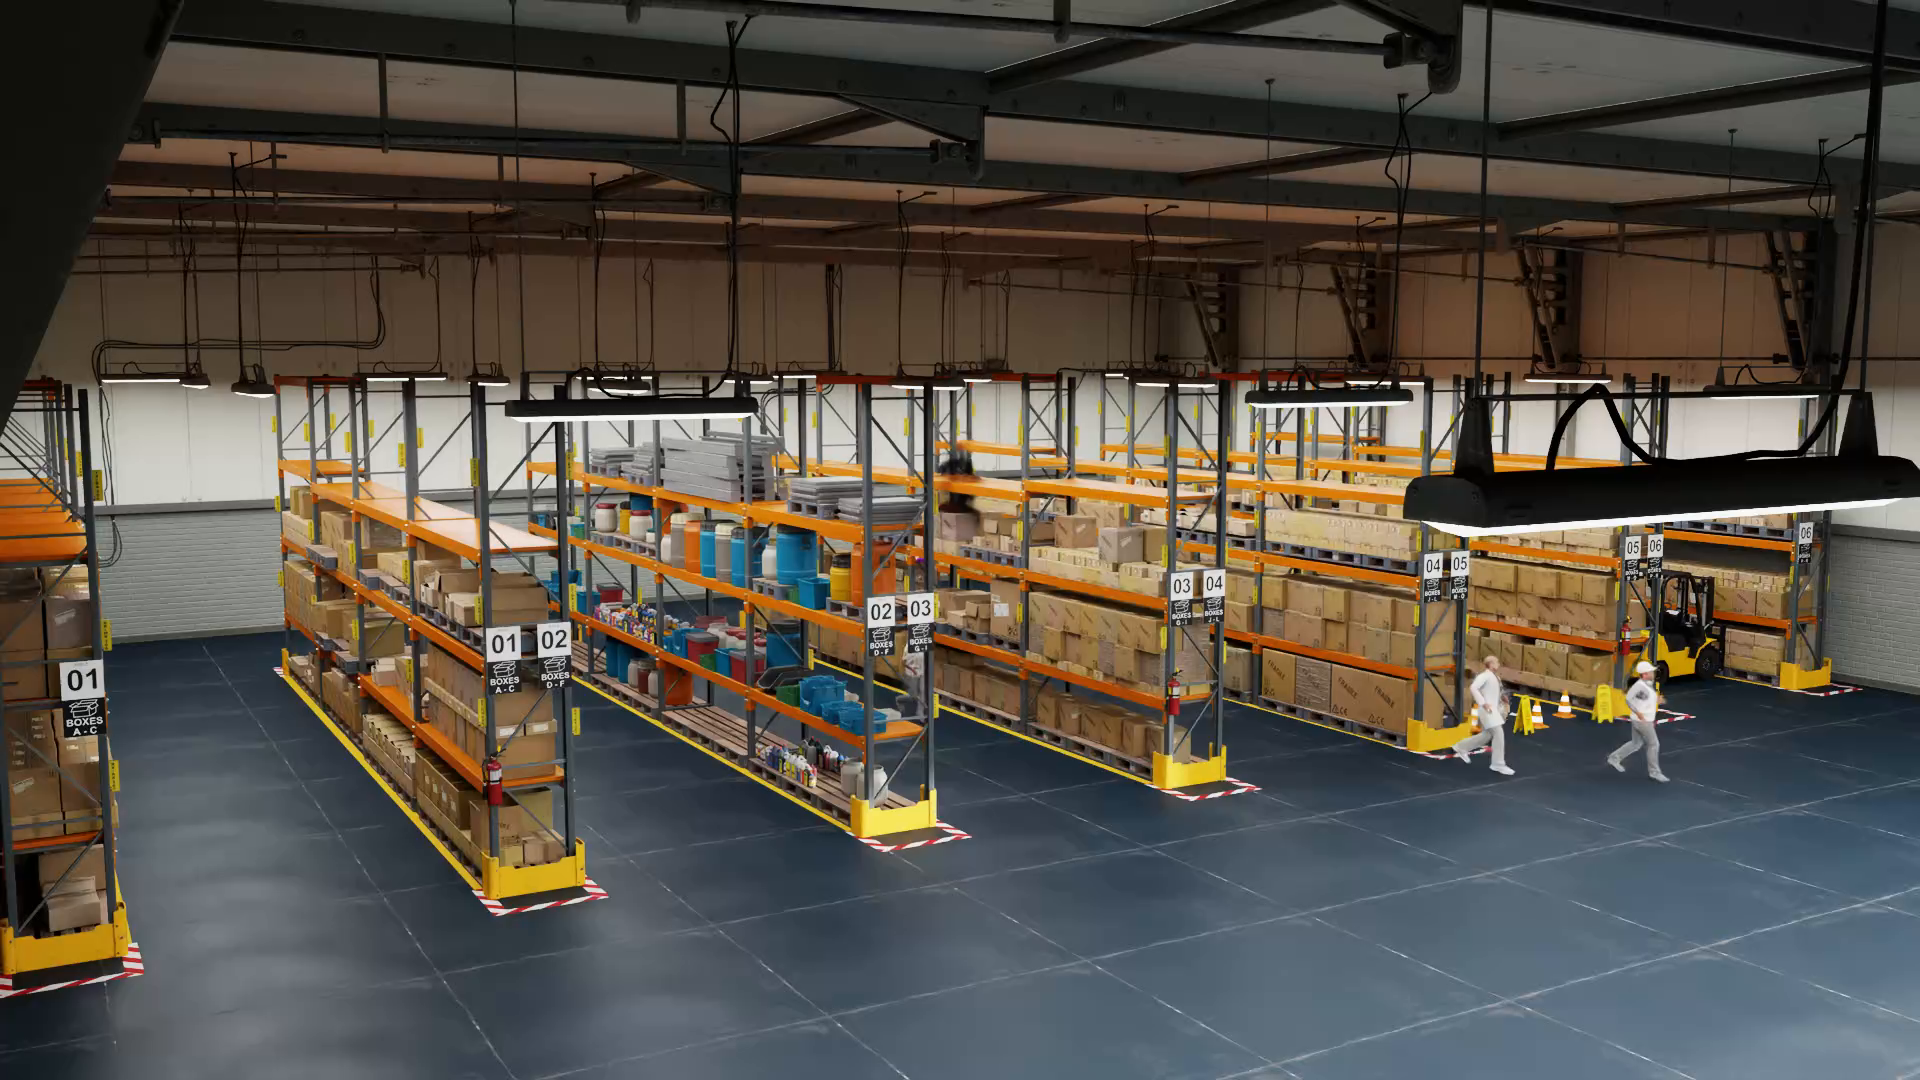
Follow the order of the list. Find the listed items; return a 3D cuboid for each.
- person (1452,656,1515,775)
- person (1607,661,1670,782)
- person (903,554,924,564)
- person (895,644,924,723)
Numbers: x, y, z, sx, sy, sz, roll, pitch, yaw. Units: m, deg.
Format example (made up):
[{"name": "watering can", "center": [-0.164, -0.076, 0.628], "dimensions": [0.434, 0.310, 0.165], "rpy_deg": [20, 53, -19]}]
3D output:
[{"name": "person", "center": [8.125, 2.667, 25.674], "dimensions": [0.981, 1.767, 0.746], "rpy_deg": [3, 7, 28]}, {"name": "person", "center": [10.249, 2.710, 25.050], "dimensions": [0.894, 1.798, 0.643], "rpy_deg": [2, 7, 21]}, {"name": "person", "center": [-1.187, 0.938, 41.710], "dimensions": [0.831, 1.755, 0.805], "rpy_deg": [-5, 8, -38]}, {"name": "person", "center": [-0.810, 2.330, 29.114], "dimensions": [0.565, 1.664, 0.768], "rpy_deg": [-5, 8, -39]}]
